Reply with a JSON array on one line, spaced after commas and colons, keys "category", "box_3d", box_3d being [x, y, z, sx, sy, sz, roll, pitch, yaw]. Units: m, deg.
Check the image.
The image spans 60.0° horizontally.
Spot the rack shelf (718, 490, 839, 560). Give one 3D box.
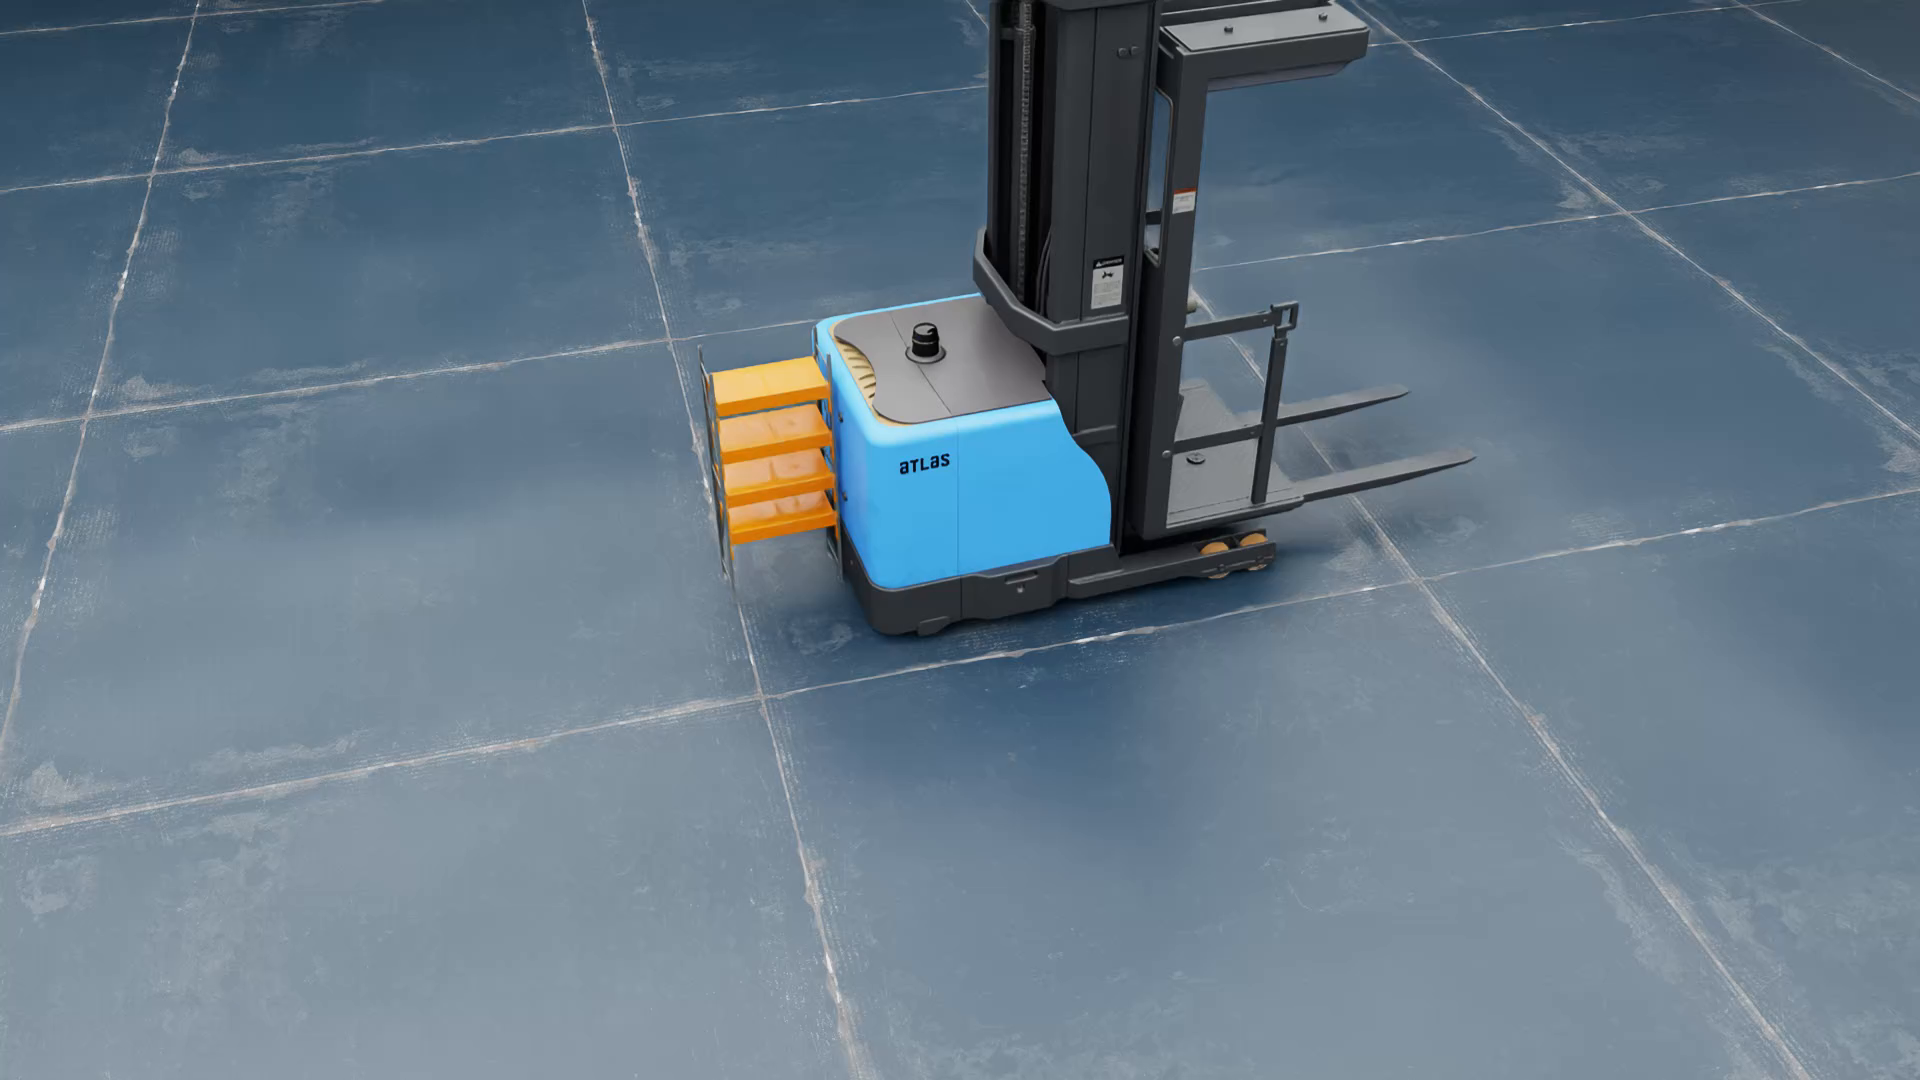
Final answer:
[{"category": "rack shelf", "box_3d": [-0.801, -0.090, 7.317, 0.480, 0.148, 0.258, -12, 39, -15]}]

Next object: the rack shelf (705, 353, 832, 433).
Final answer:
[{"category": "rack shelf", "box_3d": [-0.801, -0.613, 6.917, 0.480, 0.148, 0.258, -12, 39, -15]}]

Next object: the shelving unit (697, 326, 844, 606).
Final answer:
[{"category": "shelving unit", "box_3d": [-0.801, -0.301, 7.156, 0.503, 1.200, 0.258, -12, 39, -15]}]

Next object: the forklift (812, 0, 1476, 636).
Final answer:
[{"category": "forklift", "box_3d": [0.915, -1.281, 7.013, 3.031, 2.935, 1.130, -12, 39, -15]}]

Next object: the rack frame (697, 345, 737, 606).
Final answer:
[{"category": "rack frame", "box_3d": [-1.032, -0.254, 7.094, 0.015, 1.200, 0.240, -12, 39, -15]}]

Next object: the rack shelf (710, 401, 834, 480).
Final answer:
[{"category": "rack shelf", "box_3d": [-0.801, -0.425, 7.061, 0.480, 0.148, 0.258, -12, 39, -15]}]

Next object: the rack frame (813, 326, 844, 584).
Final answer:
[{"category": "rack frame", "box_3d": [-0.570, -0.348, 7.218, 0.015, 1.200, 0.240, -12, 39, -15]}]

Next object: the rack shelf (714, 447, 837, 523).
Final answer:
[{"category": "rack shelf", "box_3d": [-0.801, -0.248, 7.197, 0.480, 0.148, 0.258, -12, 39, -15]}]
